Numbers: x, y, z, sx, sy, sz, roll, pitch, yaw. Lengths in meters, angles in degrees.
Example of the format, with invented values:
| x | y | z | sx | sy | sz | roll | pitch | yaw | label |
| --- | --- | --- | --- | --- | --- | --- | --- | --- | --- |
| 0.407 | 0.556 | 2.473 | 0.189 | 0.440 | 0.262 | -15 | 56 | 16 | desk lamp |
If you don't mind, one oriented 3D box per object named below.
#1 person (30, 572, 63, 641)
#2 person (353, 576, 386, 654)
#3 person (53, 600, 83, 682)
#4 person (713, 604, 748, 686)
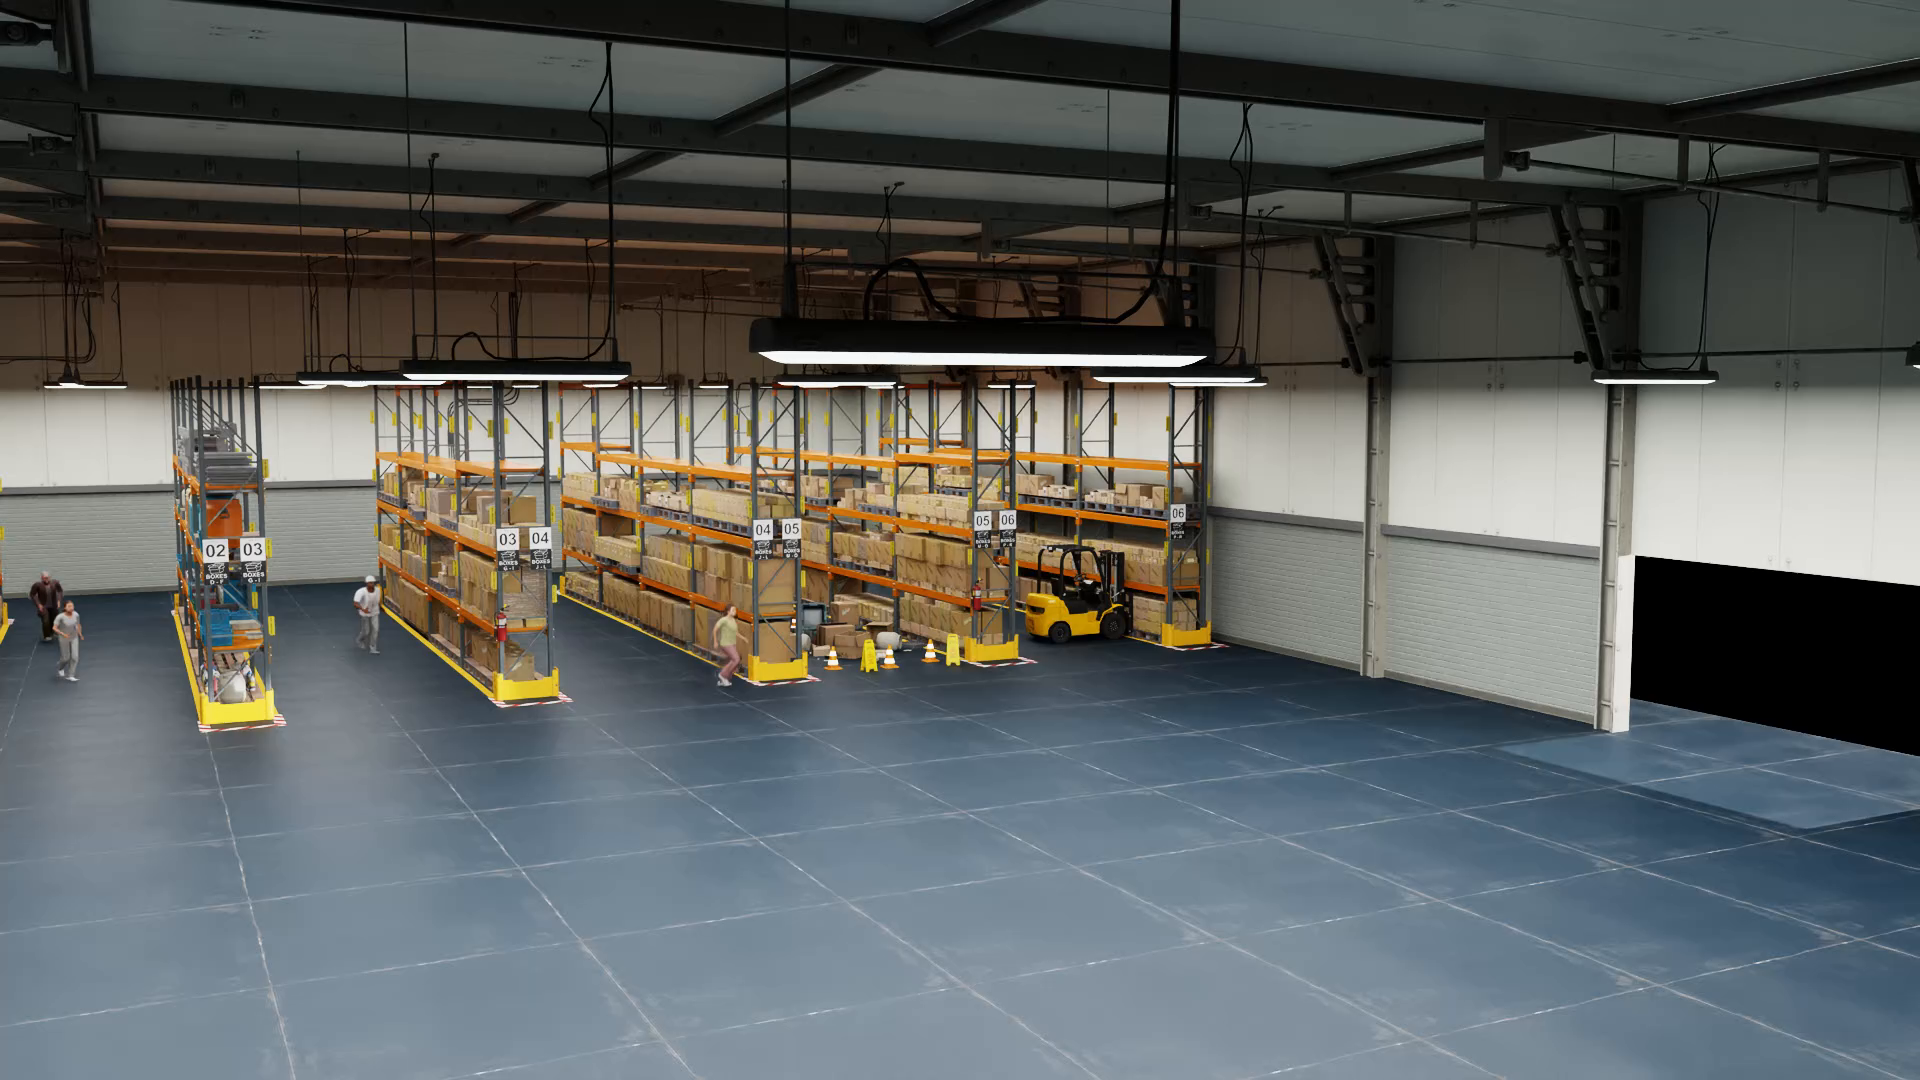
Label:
| x | y | z | sx | sy | sz | roll | pitch | yaw | label |
| --- | --- | --- | --- | --- | --- | --- | --- | --- | --- |
| -20.984 | 1.512 | 38.205 | 0.889 | 1.630 | 0.743 | 4 | 7 | 39 | person |
| -12.986 | 1.630 | 36.445 | 0.694 | 1.721 | 0.809 | -5 | 7 | -42 | person |
| -17.759 | 1.991 | 33.058 | 0.735 | 1.618 | 0.560 | 5 | 7 | 42 | person |
| -4.458 | 2.043 | 32.260 | 0.620 | 1.614 | 0.562 | 2 | 6 | 23 | person |
